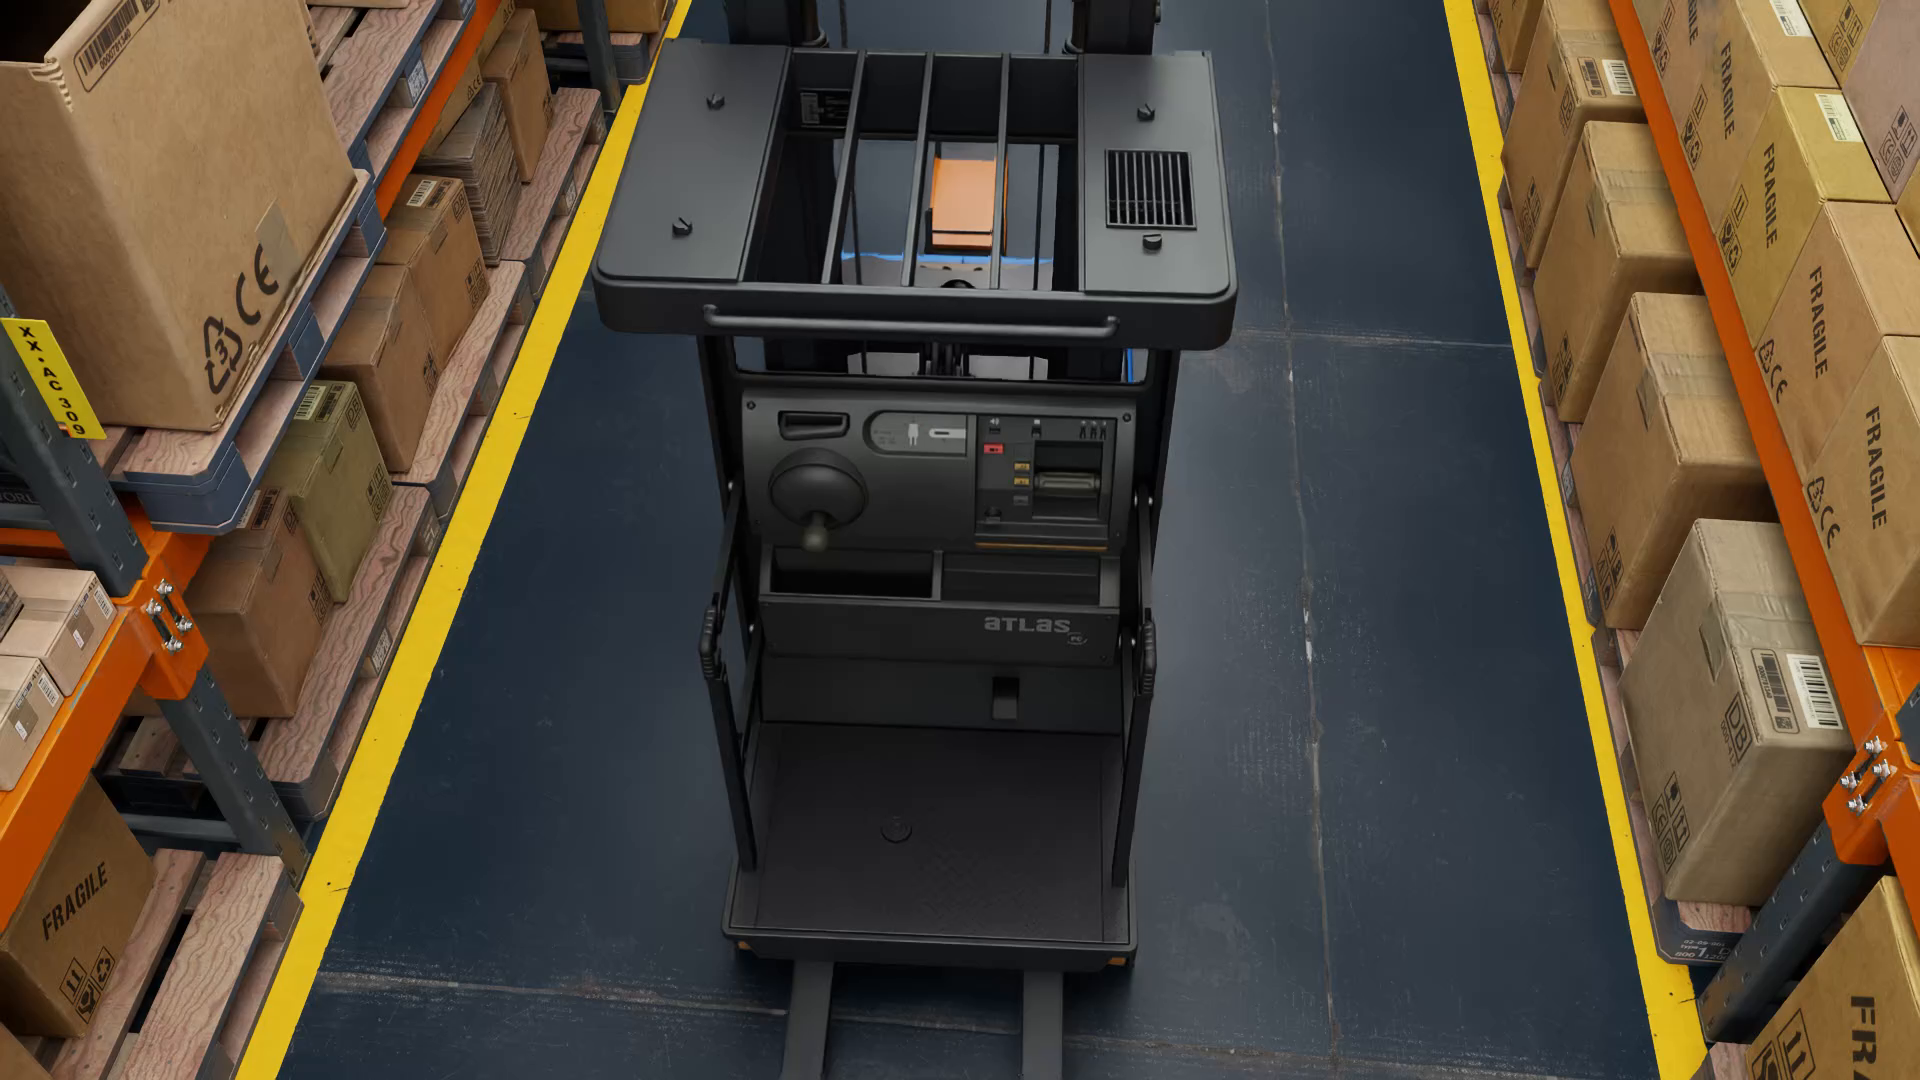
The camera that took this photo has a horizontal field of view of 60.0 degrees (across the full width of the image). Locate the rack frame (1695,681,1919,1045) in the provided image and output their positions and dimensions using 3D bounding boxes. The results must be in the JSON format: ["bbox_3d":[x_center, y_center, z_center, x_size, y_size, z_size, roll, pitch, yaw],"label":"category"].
[{"bbox_3d":[2.519,0.340,3.406,1.000,3.000,0.127,4,48,4],"label":"rack frame"}]

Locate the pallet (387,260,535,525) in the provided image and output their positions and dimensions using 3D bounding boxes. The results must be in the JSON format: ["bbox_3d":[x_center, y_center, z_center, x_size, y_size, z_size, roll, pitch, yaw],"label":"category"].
[{"bbox_3d":[-2.233,-0.598,6.154,1.003,0.211,1.213,4,48,4],"label":"pallet"}]

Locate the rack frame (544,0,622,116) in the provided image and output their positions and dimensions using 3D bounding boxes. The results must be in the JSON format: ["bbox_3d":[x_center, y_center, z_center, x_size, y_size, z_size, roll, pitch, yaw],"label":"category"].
[{"bbox_3d":[-2.047,-3.007,6.467,1.000,3.000,0.127,4,48,4],"label":"rack frame"}]

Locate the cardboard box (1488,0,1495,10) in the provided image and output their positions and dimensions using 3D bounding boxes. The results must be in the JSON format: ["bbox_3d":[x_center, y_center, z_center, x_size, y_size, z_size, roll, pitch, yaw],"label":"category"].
[{"bbox_3d":[2.734,-2.780,7.669,0.500,0.500,0.500,6,48,5],"label":"cardboard box"}]

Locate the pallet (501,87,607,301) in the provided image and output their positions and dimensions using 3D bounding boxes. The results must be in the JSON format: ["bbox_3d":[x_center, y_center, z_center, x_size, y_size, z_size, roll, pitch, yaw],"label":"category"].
[{"bbox_3d":[-2.119,-1.492,6.971,1.003,0.211,1.213,4,48,4],"label":"pallet"}]

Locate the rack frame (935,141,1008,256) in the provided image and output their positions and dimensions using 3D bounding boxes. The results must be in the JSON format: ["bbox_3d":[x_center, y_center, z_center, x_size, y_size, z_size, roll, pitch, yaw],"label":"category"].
[{"bbox_3d":[0.038,-0.959,5.814,0.240,1.200,0.015,2,48,2],"label":"rack frame"}]

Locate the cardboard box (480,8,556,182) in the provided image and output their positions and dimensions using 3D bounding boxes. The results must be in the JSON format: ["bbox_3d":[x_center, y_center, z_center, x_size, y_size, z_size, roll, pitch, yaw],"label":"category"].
[{"bbox_3d":[-2.088,-1.818,6.776,0.700,0.500,0.500,2,48,1],"label":"cardboard box"}]

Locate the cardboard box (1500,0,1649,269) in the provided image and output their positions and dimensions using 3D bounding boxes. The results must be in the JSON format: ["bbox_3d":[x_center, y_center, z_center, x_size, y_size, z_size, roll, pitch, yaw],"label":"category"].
[{"bbox_3d":[2.738,-1.540,6.366,1.050,0.750,0.750,3,48,3],"label":"cardboard box"}]

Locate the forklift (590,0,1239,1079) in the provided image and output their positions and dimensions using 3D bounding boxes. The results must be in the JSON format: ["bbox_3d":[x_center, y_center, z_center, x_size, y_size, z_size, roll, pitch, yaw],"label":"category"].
[{"bbox_3d":[-0.060,-0.056,3.815,1.130,2.935,3.031,2,48,2],"label":"forklift"}]

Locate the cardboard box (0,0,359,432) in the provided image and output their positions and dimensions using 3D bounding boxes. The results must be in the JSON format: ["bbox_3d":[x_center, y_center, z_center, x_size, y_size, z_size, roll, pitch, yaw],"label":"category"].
[{"bbox_3d":[-2.199,-0.986,3.928,1.000,1.000,1.000,4,48,4],"label":"cardboard box"}]

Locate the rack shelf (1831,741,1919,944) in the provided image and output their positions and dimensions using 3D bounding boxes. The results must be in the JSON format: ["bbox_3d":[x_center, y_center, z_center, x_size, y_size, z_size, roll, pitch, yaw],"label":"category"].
[{"bbox_3d":[2.337,2.053,2.327,1.077,0.370,4.000,4,48,4],"label":"rack shelf"}]

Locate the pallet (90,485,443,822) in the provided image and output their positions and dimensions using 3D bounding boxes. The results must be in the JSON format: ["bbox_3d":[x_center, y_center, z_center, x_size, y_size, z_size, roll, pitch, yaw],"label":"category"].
[{"bbox_3d":[-2.342,0.301,5.331,1.003,0.211,1.213,4,48,4],"label":"pallet"}]

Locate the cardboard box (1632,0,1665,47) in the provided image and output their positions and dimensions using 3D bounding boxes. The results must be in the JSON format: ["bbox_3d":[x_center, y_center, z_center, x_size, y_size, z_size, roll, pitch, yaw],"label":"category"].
[{"bbox_3d":[2.530,-1.947,5.431,0.500,0.500,0.500,3,48,3],"label":"cardboard box"}]

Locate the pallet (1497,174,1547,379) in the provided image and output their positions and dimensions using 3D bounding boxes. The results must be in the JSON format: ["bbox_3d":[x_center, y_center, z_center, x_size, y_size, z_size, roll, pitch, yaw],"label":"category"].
[{"bbox_3d":[2.736,-1.084,6.598,1.003,0.211,1.213,4,48,4],"label":"pallet"}]

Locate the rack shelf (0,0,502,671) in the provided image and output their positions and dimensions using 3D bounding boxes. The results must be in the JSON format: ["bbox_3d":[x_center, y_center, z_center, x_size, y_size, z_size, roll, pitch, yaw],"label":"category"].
[{"bbox_3d":[-2.229,-1.295,5.389,1.077,0.370,4.000,4,48,4],"label":"rack shelf"}]

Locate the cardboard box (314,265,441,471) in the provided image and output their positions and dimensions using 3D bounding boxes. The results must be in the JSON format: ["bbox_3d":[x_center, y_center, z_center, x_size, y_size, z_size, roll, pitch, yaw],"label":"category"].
[{"bbox_3d":[-2.221,-0.583,5.646,0.700,0.500,0.500,0,48,0],"label":"cardboard box"}]

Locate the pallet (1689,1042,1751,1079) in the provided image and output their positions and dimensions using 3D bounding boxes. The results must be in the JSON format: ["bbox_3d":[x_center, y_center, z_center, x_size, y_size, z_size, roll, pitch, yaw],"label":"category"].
[{"bbox_3d":[2.372,1.835,3.929,1.003,0.211,1.213,4,48,4],"label":"pallet"}]

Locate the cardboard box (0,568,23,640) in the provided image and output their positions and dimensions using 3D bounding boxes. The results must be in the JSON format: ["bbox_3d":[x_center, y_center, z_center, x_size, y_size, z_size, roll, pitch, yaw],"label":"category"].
[{"bbox_3d":[-2.514,0.125,3.334,0.875,0.500,0.500,4,48,4],"label":"cardboard box"}]

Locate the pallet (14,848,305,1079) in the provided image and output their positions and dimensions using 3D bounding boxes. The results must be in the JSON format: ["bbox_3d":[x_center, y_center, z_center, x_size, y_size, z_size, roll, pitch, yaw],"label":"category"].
[{"bbox_3d":[-2.437,1.369,4.355,1.003,0.211,1.213,4,48,4],"label":"pallet"}]

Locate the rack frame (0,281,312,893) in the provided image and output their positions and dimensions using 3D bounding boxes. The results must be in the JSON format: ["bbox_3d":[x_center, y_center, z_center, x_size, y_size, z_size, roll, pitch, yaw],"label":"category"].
[{"bbox_3d":[-2.411,-0.068,3.779,1.000,3.000,0.127,4,48,4],"label":"rack frame"}]

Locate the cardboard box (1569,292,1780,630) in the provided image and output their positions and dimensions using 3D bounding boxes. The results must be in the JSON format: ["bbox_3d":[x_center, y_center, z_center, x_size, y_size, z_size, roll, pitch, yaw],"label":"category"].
[{"bbox_3d":[2.578,-0.213,5.152,1.050,0.750,0.750,4,48,4],"label":"cardboard box"}]

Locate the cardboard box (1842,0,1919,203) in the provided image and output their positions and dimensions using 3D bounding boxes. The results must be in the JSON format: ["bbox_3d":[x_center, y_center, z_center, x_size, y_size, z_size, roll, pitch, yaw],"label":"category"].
[{"bbox_3d":[2.650,-1.146,4.020,0.700,0.500,0.500,4,48,4],"label":"cardboard box"}]

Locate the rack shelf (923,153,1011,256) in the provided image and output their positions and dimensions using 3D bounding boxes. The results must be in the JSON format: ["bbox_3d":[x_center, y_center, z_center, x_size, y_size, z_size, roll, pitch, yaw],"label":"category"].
[{"bbox_3d":[0.027,-1.044,5.359,0.258,0.148,0.480,2,48,2],"label":"rack shelf"}]

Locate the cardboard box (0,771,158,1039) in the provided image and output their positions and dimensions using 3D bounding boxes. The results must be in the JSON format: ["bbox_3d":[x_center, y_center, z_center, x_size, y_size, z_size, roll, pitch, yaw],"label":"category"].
[{"bbox_3d":[-2.488,0.925,4.280,0.500,0.500,0.500,3,48,2],"label":"cardboard box"}]

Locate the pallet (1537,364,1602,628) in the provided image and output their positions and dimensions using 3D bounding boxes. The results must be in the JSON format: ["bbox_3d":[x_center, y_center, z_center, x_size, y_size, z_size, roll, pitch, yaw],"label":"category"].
[{"bbox_3d":[2.623,-0.190,5.780,1.003,0.211,1.213,4,48,4],"label":"pallet"}]

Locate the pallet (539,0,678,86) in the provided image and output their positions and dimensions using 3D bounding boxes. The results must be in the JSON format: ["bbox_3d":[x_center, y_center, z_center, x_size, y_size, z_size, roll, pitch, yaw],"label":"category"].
[{"bbox_3d":[-1.900,-2.640,8.022,1.003,0.211,1.213,4,48,4],"label":"pallet"}]

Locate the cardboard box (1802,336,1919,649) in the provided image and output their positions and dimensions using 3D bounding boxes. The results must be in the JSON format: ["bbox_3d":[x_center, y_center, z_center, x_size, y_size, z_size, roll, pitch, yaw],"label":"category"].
[{"bbox_3d":[2.300,-0.095,3.736,0.500,0.500,0.500,4,48,3],"label":"cardboard box"}]

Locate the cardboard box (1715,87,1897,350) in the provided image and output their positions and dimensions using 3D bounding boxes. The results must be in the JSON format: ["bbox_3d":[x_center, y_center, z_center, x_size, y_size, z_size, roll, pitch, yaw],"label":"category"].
[{"bbox_3d":[2.392,-0.838,4.416,0.500,0.500,0.500,4,48,4],"label":"cardboard box"}]

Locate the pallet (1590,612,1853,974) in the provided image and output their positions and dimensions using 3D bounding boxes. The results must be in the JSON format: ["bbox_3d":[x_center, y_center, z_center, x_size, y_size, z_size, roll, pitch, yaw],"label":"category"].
[{"bbox_3d":[2.514,0.709,4.958,1.003,0.211,1.213,4,48,4],"label":"pallet"}]

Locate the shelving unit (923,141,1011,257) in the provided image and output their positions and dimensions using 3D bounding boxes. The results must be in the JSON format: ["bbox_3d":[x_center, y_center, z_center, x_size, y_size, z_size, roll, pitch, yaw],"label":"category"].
[{"bbox_3d":[0.027,-0.779,5.649,0.258,1.200,0.503,2,48,2],"label":"shelving unit"}]

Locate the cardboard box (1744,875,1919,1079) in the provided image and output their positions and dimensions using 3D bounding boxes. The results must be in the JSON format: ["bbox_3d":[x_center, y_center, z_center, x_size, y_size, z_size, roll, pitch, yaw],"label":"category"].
[{"bbox_3d":[2.392,1.373,3.617,0.875,0.875,0.875,5,48,4],"label":"cardboard box"}]

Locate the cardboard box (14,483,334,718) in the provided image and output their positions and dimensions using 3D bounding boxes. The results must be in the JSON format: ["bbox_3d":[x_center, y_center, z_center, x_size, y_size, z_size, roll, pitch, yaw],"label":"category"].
[{"bbox_3d":[-2.334,0.178,4.950,0.700,0.500,0.500,1,48,1],"label":"cardboard box"}]

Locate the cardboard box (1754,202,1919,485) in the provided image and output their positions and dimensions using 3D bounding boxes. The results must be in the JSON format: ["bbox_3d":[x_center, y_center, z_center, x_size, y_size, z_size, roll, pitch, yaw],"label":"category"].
[{"bbox_3d":[2.346,-0.466,4.076,0.500,0.500,0.500,3,48,3],"label":"cardboard box"}]

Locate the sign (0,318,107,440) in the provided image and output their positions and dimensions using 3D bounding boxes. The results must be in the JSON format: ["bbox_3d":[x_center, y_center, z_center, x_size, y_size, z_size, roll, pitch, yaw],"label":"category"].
[{"bbox_3d":[-1.870,-0.329,3.431,0.100,0.325,0.005,4,48,4],"label":"sign"}]

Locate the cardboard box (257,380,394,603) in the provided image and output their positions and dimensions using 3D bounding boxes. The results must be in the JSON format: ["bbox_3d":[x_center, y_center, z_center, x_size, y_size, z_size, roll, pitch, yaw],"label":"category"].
[{"bbox_3d":[-2.272,-0.171,5.270,0.700,0.500,0.500,4,48,3],"label":"cardboard box"}]

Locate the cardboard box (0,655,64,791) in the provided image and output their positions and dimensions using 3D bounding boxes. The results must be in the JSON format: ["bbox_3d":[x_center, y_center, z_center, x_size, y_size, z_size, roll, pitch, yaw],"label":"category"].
[{"bbox_3d":[-2.170,0.378,3.542,0.380,0.149,0.250,4,48,4],"label":"cardboard box"}]

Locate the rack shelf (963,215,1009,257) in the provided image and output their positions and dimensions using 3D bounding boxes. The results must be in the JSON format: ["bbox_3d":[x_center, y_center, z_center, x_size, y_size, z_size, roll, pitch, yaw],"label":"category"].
[{"bbox_3d":[0.027,-0.884,5.534,0.258,0.148,0.480,2,48,2],"label":"rack shelf"}]

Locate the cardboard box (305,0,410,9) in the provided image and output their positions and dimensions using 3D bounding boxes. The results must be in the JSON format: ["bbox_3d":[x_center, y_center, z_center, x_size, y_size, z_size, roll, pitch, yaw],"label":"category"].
[{"bbox_3d":[-1.930,-1.860,5.225,0.396,0.266,0.258,3,48,2],"label":"cardboard box"}]

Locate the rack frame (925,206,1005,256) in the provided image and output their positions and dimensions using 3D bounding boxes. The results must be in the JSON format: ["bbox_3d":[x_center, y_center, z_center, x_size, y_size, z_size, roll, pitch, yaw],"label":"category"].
[{"bbox_3d":[0.015,-0.599,5.485,0.240,1.200,0.015,2,48,2],"label":"rack frame"}]

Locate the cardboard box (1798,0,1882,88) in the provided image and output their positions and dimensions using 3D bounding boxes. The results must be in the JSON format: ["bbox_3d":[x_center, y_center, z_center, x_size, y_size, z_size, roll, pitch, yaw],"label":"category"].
[{"bbox_3d":[2.697,-1.517,4.359,0.700,0.500,0.500,3,48,3],"label":"cardboard box"}]

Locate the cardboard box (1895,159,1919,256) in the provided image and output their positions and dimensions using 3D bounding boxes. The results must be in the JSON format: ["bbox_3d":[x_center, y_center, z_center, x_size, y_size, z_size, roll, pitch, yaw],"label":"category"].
[{"bbox_3d":[2.603,-0.774,3.680,0.700,0.500,0.500,3,48,3],"label":"cardboard box"}]

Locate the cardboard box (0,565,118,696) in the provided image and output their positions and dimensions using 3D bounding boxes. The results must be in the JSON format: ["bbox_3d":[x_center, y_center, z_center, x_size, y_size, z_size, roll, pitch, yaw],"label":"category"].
[{"bbox_3d":[-2.138,0.195,3.709,0.380,0.149,0.250,4,48,4],"label":"cardboard box"}]

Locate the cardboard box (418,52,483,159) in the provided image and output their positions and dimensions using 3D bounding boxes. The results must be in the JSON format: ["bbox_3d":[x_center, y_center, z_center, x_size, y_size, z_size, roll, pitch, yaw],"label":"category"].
[{"bbox_3d":[-2.116,-1.680,6.142,0.500,0.250,0.500,9,48,8],"label":"cardboard box"}]

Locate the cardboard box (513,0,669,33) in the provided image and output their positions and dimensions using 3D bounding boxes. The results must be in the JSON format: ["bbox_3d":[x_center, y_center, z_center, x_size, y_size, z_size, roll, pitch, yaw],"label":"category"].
[{"bbox_3d":[-1.963,-2.937,7.559,1.225,0.875,0.875,2,48,2],"label":"cardboard box"}]

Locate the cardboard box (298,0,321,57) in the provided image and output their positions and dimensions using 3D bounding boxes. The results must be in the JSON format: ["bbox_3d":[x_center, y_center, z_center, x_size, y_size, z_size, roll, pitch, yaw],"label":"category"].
[{"bbox_3d":[-2.345,-1.524,4.757,0.797,0.503,0.637,8,48,8],"label":"cardboard box"}]

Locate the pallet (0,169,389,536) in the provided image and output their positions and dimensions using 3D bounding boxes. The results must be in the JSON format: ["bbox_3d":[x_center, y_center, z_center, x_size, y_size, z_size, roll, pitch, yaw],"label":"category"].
[{"bbox_3d":[-2.197,-0.555,4.355,1.003,0.211,1.213,4,48,4],"label":"pallet"}]

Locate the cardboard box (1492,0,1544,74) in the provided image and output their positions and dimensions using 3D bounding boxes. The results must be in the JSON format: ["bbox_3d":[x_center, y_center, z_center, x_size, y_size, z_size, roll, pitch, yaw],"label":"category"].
[{"bbox_3d":[2.683,-2.398,7.320,0.500,0.500,0.500,4,48,3],"label":"cardboard box"}]

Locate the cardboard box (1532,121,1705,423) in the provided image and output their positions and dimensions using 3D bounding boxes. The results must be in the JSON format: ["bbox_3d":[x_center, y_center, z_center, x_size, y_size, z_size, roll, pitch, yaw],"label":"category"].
[{"bbox_3d":[2.662,-0.898,5.778,1.050,0.750,0.750,5,48,4],"label":"cardboard box"}]

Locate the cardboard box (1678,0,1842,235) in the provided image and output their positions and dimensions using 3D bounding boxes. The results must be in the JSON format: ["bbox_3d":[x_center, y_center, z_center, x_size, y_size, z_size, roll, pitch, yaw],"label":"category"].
[{"bbox_3d":[2.436,-1.211,4.757,0.500,0.500,0.500,3,48,3],"label":"cardboard box"}]

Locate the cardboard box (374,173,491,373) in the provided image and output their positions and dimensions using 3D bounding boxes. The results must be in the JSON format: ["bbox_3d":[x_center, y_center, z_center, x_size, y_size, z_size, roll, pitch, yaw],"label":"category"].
[{"bbox_3d":[-2.171,-0.993,6.021,0.700,0.500,0.500,7,48,7],"label":"cardboard box"}]

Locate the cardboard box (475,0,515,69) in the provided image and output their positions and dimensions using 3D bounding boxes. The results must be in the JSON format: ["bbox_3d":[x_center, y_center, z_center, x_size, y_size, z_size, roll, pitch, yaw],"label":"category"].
[{"bbox_3d":[-2.078,-2.071,6.499,0.500,0.250,0.500,6,48,5],"label":"cardboard box"}]

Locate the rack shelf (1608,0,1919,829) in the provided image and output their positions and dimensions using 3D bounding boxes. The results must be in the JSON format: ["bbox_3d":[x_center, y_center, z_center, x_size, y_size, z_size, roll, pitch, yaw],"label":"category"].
[{"bbox_3d":[2.701,-0.887,5.016,1.077,0.370,4.000,4,48,4],"label":"rack shelf"}]

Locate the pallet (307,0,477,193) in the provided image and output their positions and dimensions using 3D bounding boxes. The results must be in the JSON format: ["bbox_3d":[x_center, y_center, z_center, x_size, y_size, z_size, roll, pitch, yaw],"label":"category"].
[{"bbox_3d":[-2.186,-1.485,5.205,1.003,0.211,1.213,4,48,4],"label":"pallet"}]

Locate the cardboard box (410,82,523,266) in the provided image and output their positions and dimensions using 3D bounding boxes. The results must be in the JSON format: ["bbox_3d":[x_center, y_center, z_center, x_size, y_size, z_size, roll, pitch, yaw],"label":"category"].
[{"bbox_3d":[-2.126,-1.410,6.402,0.700,0.500,0.500,0,48,0],"label":"cardboard box"}]

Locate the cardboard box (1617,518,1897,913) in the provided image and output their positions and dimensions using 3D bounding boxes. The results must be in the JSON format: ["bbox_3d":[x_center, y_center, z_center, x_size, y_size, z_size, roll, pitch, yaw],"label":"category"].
[{"bbox_3d":[2.486,0.496,4.504,1.050,0.750,0.750,4,48,3],"label":"cardboard box"}]

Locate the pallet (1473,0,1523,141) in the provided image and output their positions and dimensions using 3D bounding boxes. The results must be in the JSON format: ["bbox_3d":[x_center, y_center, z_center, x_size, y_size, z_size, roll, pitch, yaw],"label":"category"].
[{"bbox_3d":[2.956,-2.232,7.649,1.003,0.211,1.213,4,48,4],"label":"pallet"}]

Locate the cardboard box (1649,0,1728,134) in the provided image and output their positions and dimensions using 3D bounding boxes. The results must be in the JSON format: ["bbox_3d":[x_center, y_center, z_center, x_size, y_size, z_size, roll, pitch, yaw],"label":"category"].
[{"bbox_3d":[2.484,-1.577,5.092,0.500,0.500,0.500,4,48,3],"label":"cardboard box"}]

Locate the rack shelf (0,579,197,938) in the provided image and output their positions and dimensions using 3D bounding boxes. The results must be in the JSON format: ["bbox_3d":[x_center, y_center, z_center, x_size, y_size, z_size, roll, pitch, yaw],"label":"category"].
[{"bbox_3d":[-2.594,1.645,2.700,1.077,0.370,4.000,4,48,4],"label":"rack shelf"}]
